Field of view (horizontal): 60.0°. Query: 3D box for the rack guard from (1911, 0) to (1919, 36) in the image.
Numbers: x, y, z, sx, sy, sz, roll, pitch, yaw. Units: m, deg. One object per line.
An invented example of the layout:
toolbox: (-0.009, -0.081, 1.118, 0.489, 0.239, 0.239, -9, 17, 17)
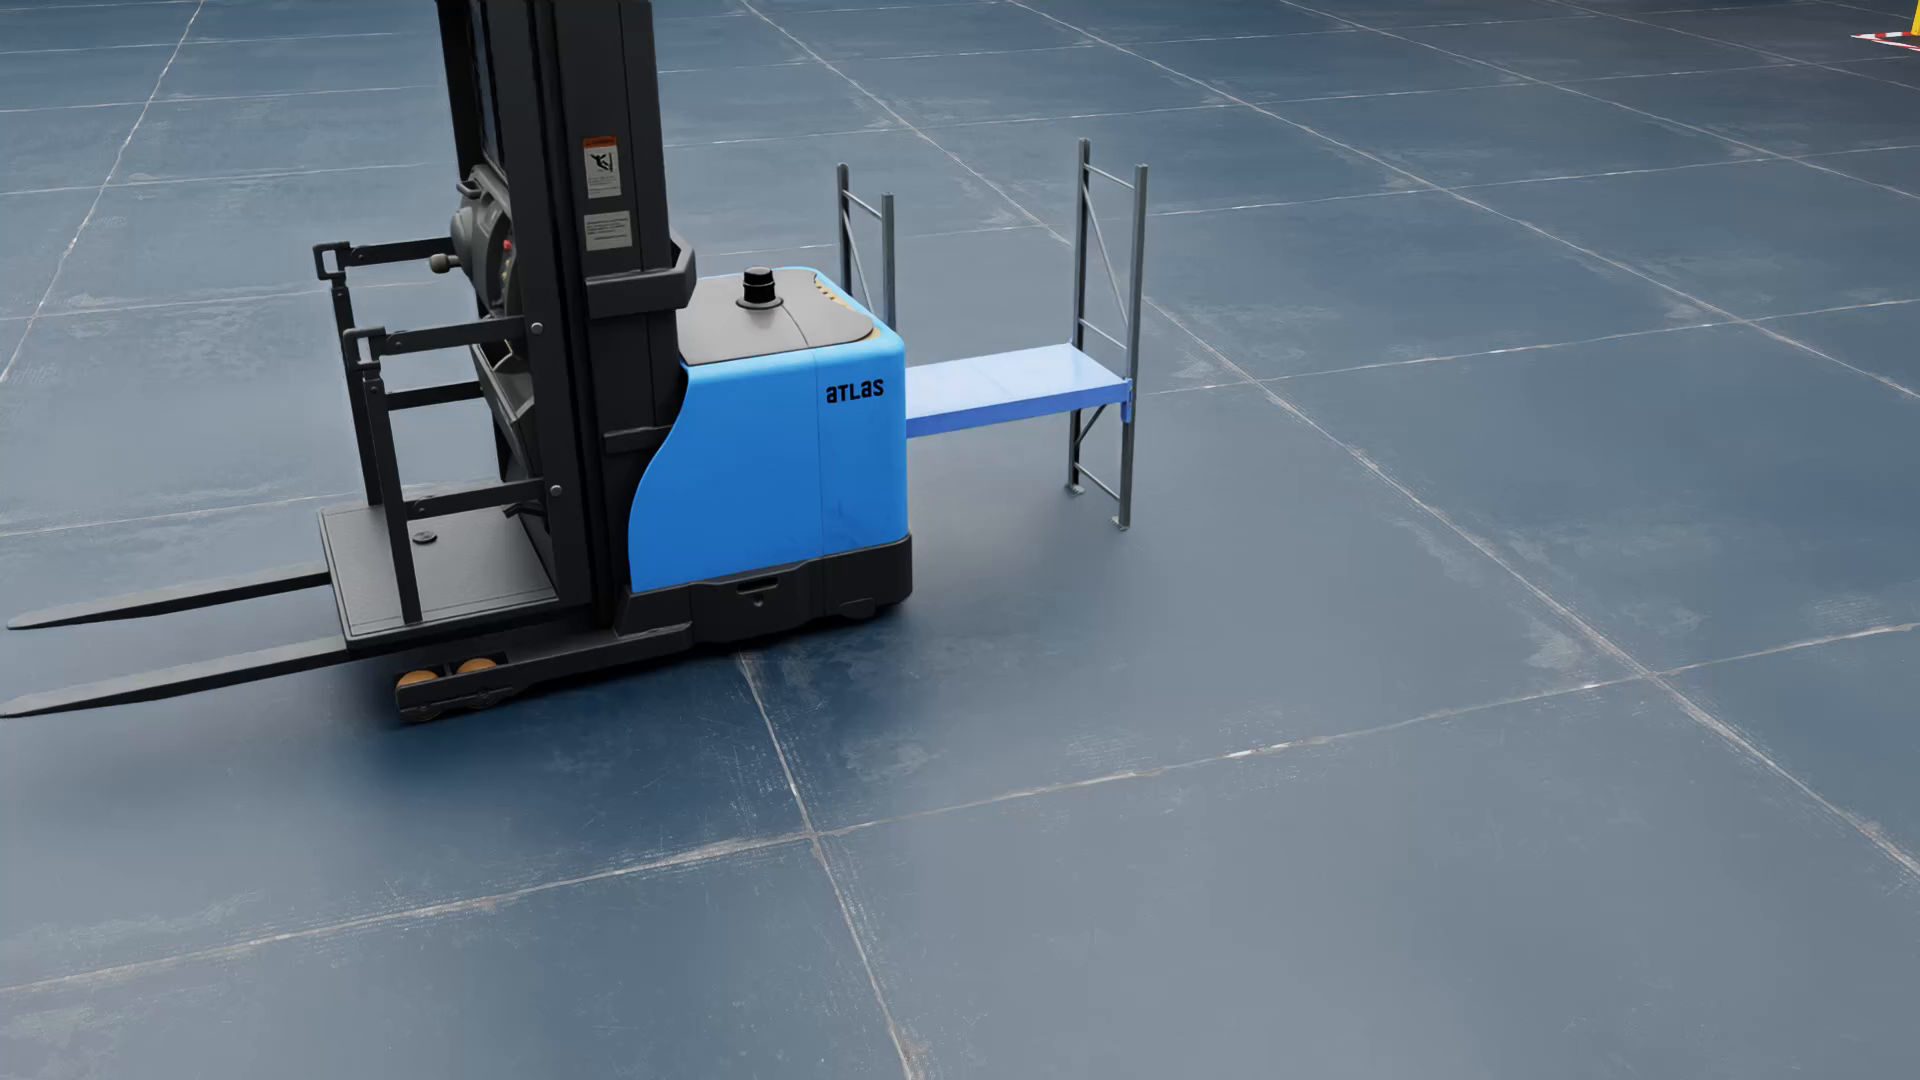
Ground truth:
rack guard: (10.301, -5.321, 16.905, 0.348, 0.500, 1.175, -8, 28, -16)

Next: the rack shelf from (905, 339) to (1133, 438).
rack shelf: (0.119, -0.564, 6.604, 1.000, 0.185, 0.538, -11, 28, -21)

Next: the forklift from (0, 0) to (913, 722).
forklift: (-1.740, -0.976, 5.420, 3.031, 2.935, 1.130, -11, 29, -21)

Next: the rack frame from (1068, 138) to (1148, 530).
rack frame: (0.584, -0.817, 6.708, 0.032, 1.500, 0.500, -11, 28, -21)

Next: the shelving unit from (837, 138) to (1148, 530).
shelving unit: (0.119, -0.725, 6.524, 1.048, 1.500, 0.538, -11, 28, -21)

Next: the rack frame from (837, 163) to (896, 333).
rack frame: (-0.346, -0.634, 6.340, 0.032, 1.500, 0.500, -11, 28, -21)
